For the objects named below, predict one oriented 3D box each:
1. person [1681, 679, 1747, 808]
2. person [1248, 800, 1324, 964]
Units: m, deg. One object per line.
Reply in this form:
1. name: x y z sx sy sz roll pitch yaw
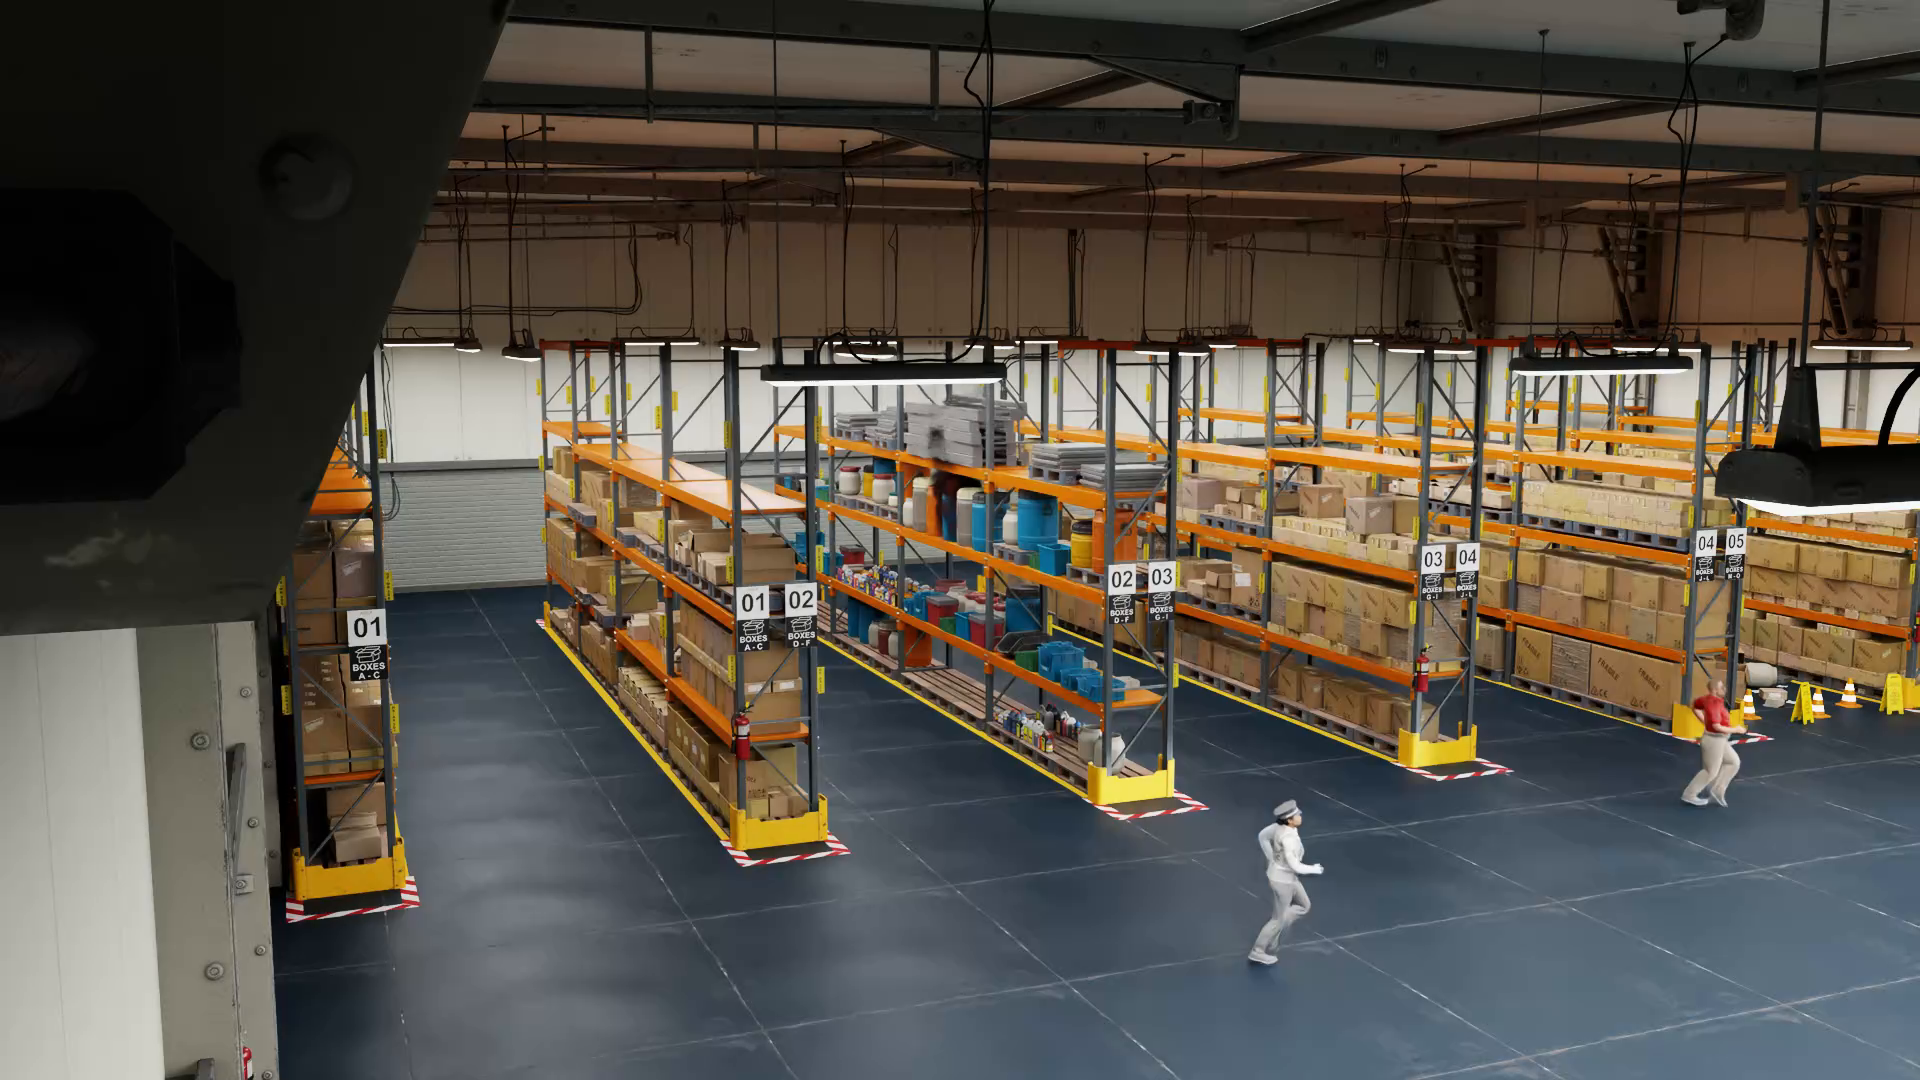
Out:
1. person: 9.897 2.682 21.805 0.737 1.754 0.671 3 8 21
2. person: 3.235 3.367 16.507 0.729 1.651 0.633 0 7 2
